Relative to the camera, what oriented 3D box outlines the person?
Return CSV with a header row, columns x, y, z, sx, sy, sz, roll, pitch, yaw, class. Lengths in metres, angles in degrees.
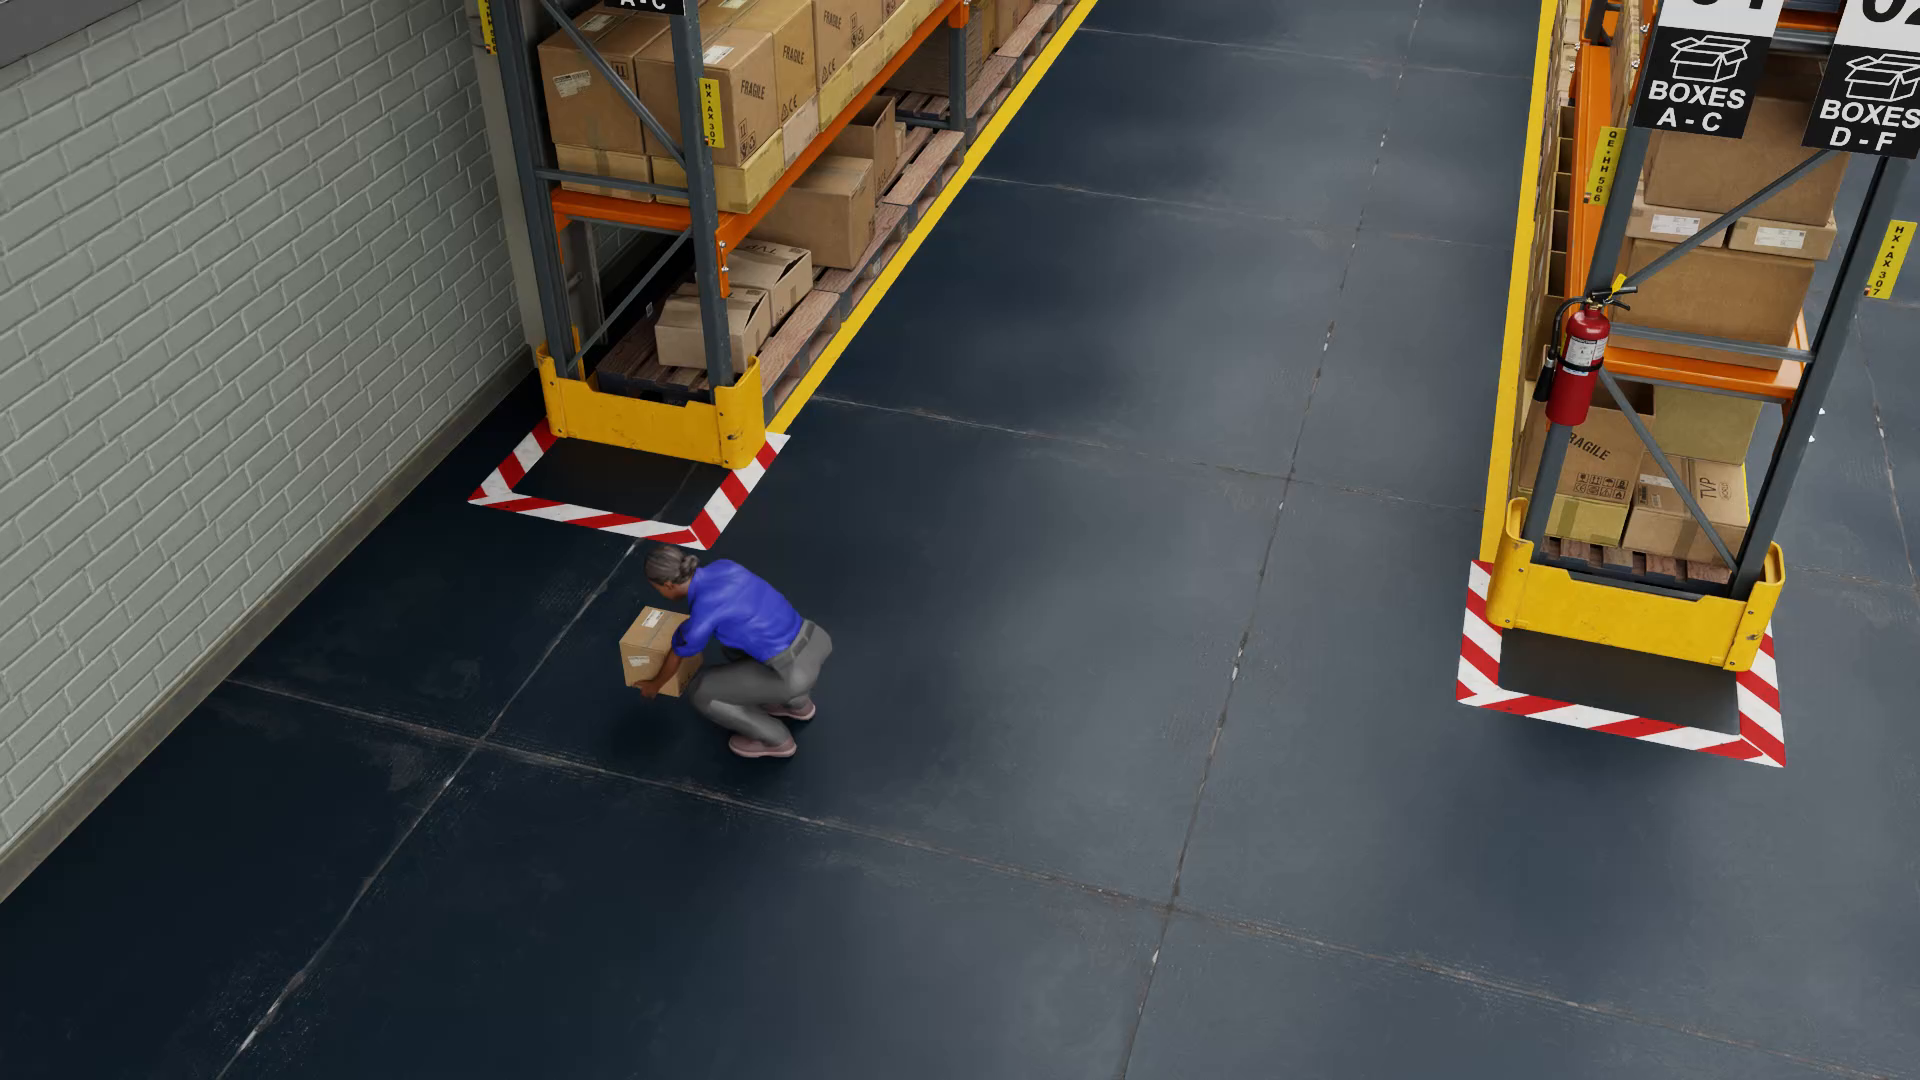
x,y,z,sx,sy,sz,roll,pitch,yaw,class
-0.957,0.405,6.923,0.835,0.905,0.462,10,38,13,person
